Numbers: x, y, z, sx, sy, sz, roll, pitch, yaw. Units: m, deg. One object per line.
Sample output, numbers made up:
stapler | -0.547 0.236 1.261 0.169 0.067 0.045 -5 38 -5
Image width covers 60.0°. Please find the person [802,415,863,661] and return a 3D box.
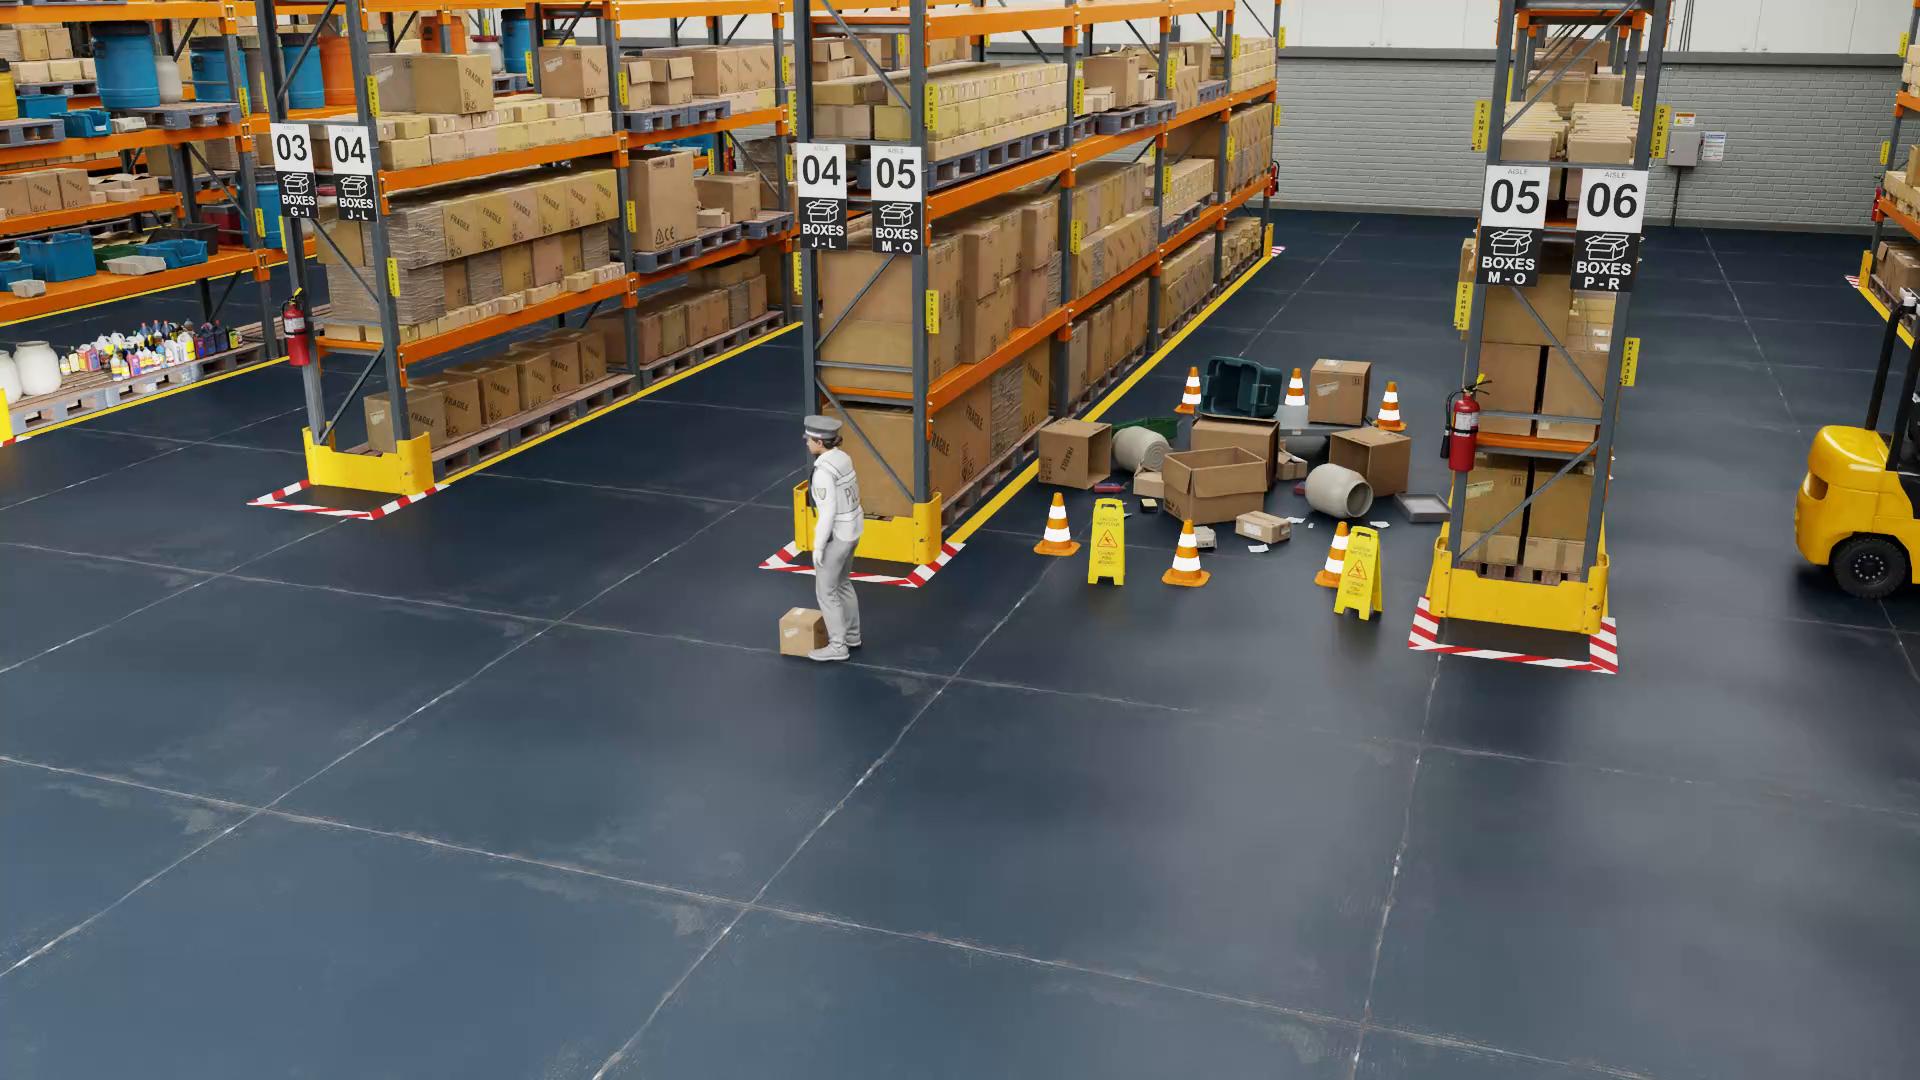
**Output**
person | -0.842 -0.007 11.089 0.371 1.655 0.547 5 19 15
